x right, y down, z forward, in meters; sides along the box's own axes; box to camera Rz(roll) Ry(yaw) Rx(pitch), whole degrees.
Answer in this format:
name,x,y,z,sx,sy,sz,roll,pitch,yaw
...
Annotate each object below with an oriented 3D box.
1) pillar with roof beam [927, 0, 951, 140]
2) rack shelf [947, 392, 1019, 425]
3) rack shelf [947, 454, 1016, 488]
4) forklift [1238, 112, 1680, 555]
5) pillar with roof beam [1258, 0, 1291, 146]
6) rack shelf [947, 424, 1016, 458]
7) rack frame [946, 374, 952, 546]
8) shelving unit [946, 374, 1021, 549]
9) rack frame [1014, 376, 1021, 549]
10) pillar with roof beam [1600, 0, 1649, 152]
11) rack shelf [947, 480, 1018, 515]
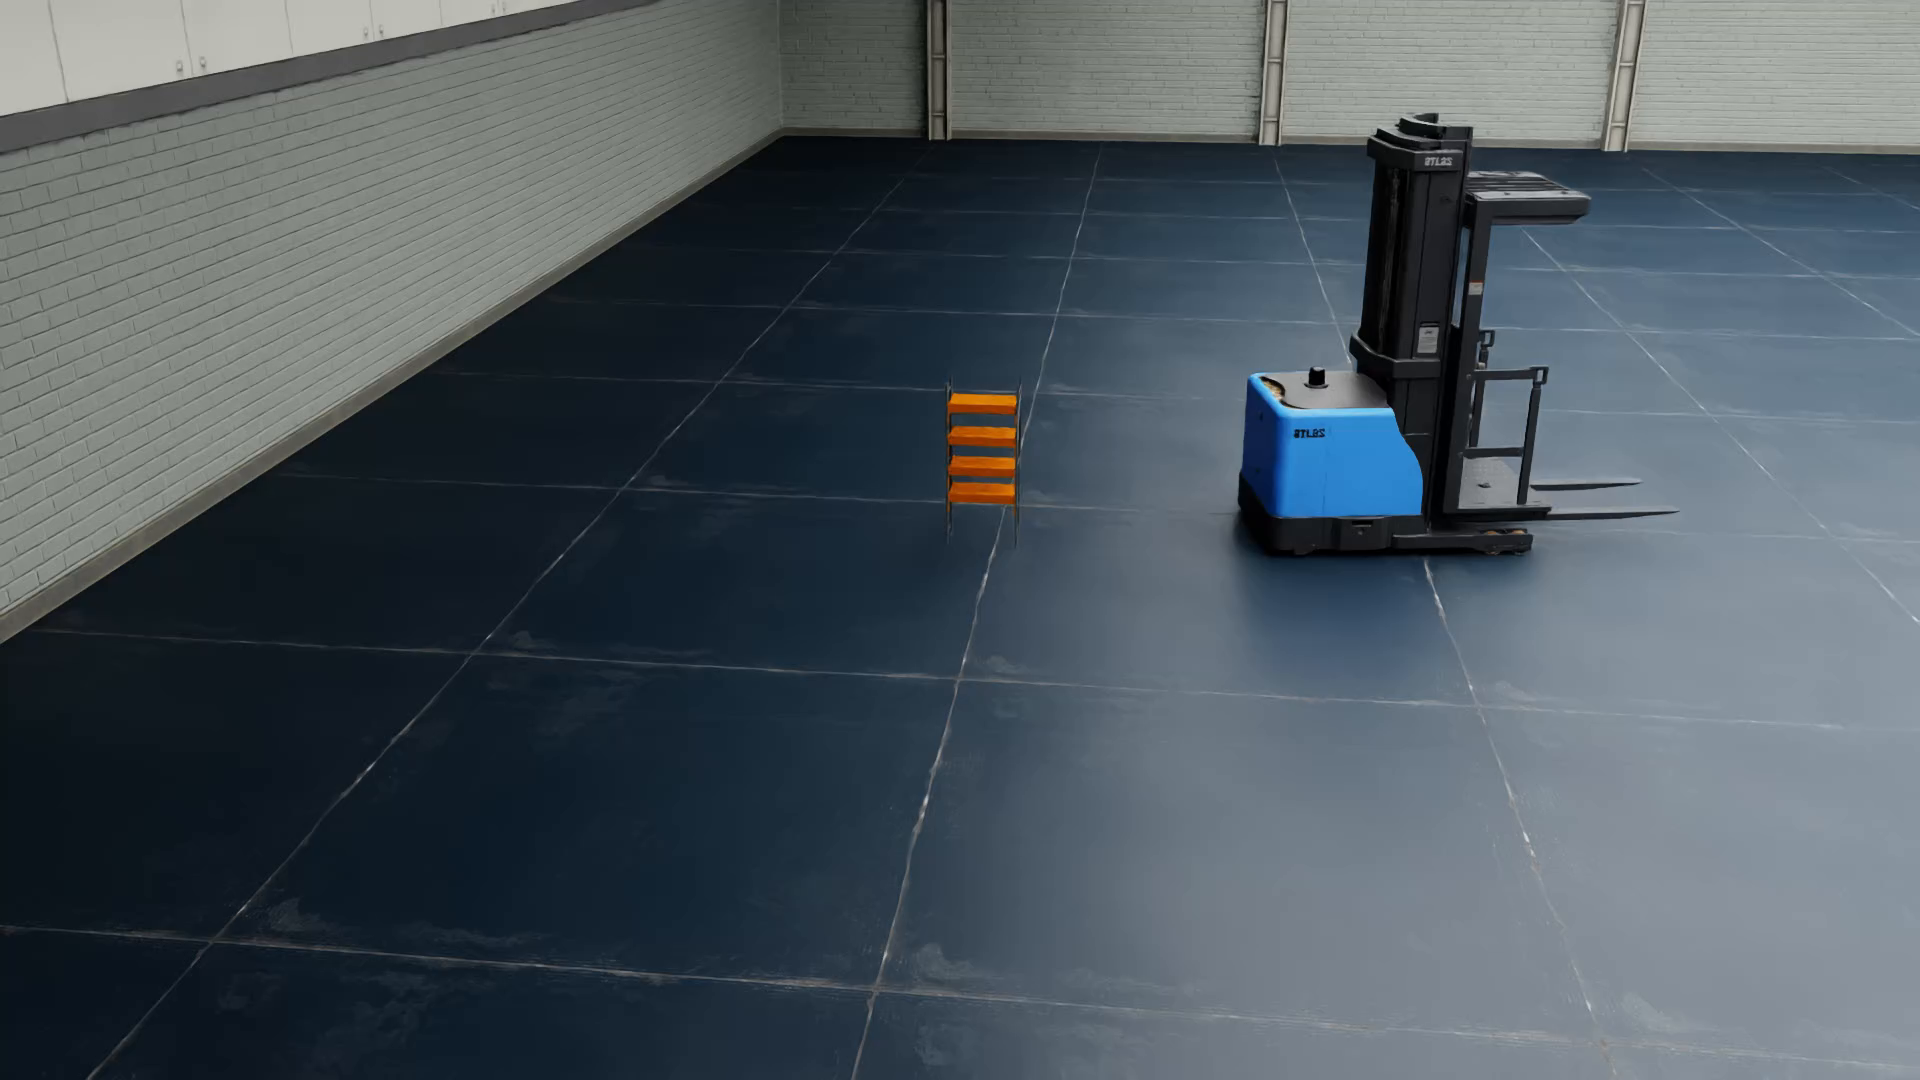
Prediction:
name,x,y,z,sx,sy,sz,roll,pitch,yaw
pillar with roof beam,-0.880,-10.014,25.058,0.400,9.000,9.100,2,22,6
rack shelf,0.164,-0.916,11.584,0.480,0.148,0.258,2,22,6
rack shelf,0.164,-0.488,11.753,0.480,0.148,0.258,2,22,6
forklift,3.623,-1.451,11.650,3.031,2.935,1.130,-1,22,-4
pillar with roof beam,5.078,-9.755,24.401,0.400,9.000,9.100,2,22,6
rack shelf,0.164,-0.696,11.671,0.480,0.148,0.258,2,22,6
rack frame,-0.078,-0.561,11.755,0.015,1.200,0.240,2,22,6
shelving unit,0.164,-0.551,11.728,0.503,1.200,0.258,2,22,6
rack frame,0.407,-0.540,11.701,0.015,1.200,0.240,2,22,6
pillar with roof beam,11.037,-9.495,23.744,0.400,9.000,9.100,2,22,6
rack shelf,0.164,-0.304,11.826,0.480,0.148,0.258,2,22,6
